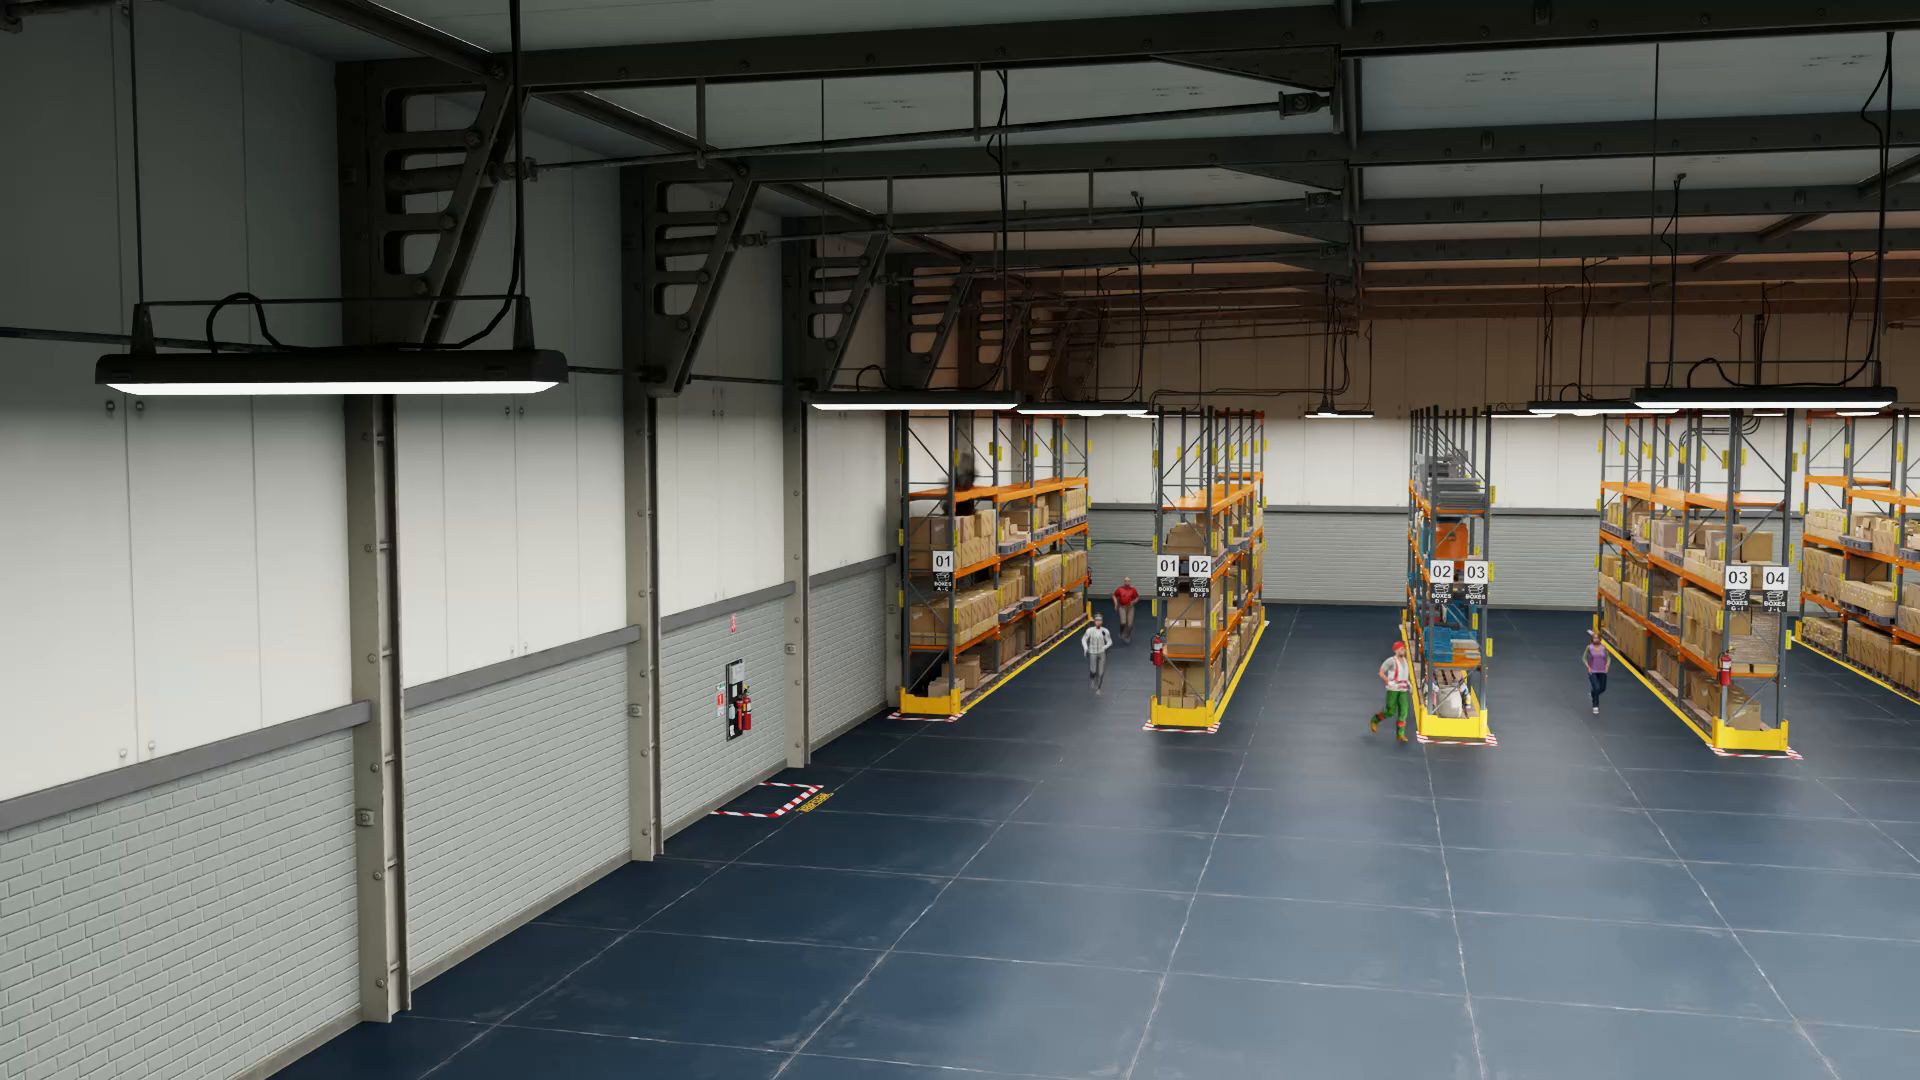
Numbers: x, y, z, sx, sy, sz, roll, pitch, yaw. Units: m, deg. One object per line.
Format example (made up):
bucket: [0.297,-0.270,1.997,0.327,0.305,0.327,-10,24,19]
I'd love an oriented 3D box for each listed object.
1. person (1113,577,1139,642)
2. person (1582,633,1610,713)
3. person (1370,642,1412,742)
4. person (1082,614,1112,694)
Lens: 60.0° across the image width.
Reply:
person: [4.288,1.805,42.792,0.651,1.684,0.602,0,4,-2]
person: [12.521,2.604,32.745,0.537,1.568,0.506,1,4,9]
person: [7.858,2.706,29.917,0.726,1.761,0.905,-2,5,-31]
person: [2.804,2.331,33.914,0.615,1.658,0.541,0,4,0]
